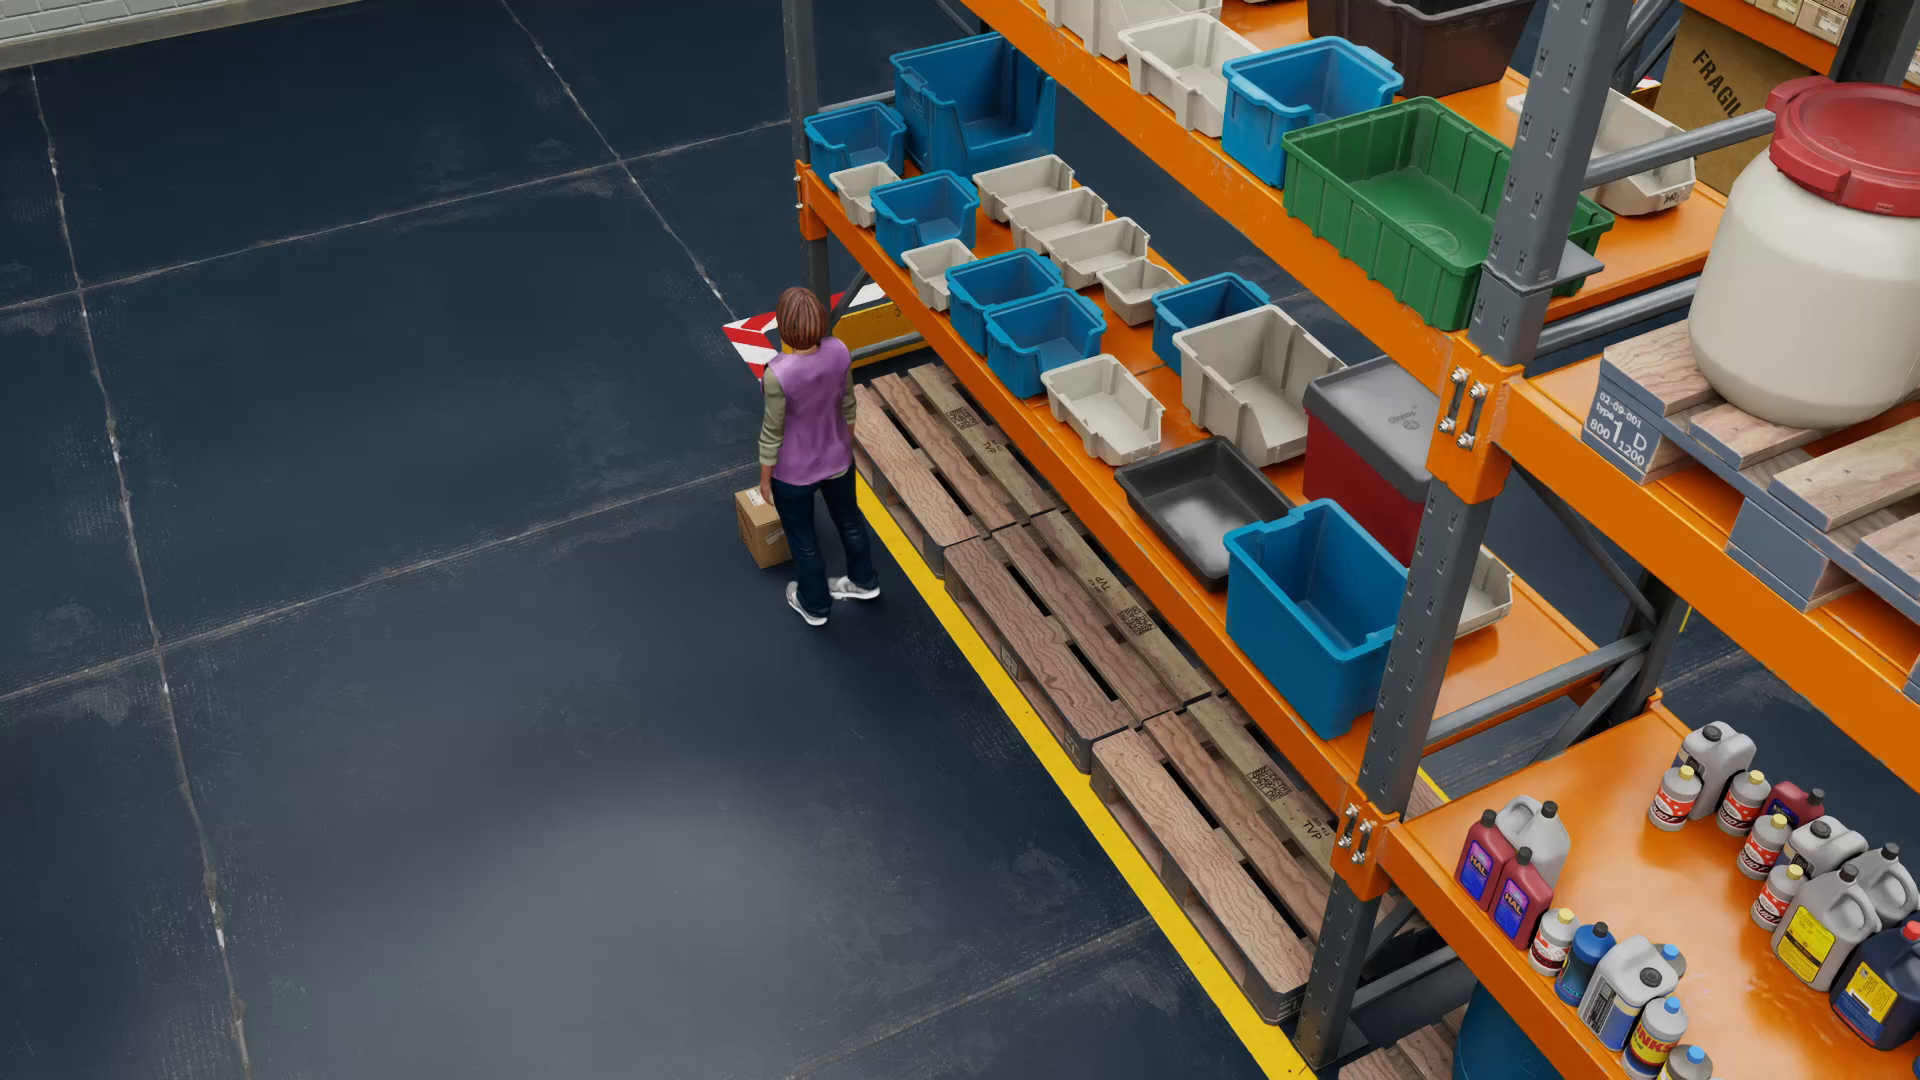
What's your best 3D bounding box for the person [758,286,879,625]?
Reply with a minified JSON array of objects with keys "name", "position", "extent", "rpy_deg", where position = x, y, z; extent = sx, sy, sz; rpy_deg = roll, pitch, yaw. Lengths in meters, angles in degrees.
[{"name":"person","position":[-0.580,-0.304,6.510],"extent":[0.474,1.625,0.336],"rpy_deg":[-25,48,-25]}]
